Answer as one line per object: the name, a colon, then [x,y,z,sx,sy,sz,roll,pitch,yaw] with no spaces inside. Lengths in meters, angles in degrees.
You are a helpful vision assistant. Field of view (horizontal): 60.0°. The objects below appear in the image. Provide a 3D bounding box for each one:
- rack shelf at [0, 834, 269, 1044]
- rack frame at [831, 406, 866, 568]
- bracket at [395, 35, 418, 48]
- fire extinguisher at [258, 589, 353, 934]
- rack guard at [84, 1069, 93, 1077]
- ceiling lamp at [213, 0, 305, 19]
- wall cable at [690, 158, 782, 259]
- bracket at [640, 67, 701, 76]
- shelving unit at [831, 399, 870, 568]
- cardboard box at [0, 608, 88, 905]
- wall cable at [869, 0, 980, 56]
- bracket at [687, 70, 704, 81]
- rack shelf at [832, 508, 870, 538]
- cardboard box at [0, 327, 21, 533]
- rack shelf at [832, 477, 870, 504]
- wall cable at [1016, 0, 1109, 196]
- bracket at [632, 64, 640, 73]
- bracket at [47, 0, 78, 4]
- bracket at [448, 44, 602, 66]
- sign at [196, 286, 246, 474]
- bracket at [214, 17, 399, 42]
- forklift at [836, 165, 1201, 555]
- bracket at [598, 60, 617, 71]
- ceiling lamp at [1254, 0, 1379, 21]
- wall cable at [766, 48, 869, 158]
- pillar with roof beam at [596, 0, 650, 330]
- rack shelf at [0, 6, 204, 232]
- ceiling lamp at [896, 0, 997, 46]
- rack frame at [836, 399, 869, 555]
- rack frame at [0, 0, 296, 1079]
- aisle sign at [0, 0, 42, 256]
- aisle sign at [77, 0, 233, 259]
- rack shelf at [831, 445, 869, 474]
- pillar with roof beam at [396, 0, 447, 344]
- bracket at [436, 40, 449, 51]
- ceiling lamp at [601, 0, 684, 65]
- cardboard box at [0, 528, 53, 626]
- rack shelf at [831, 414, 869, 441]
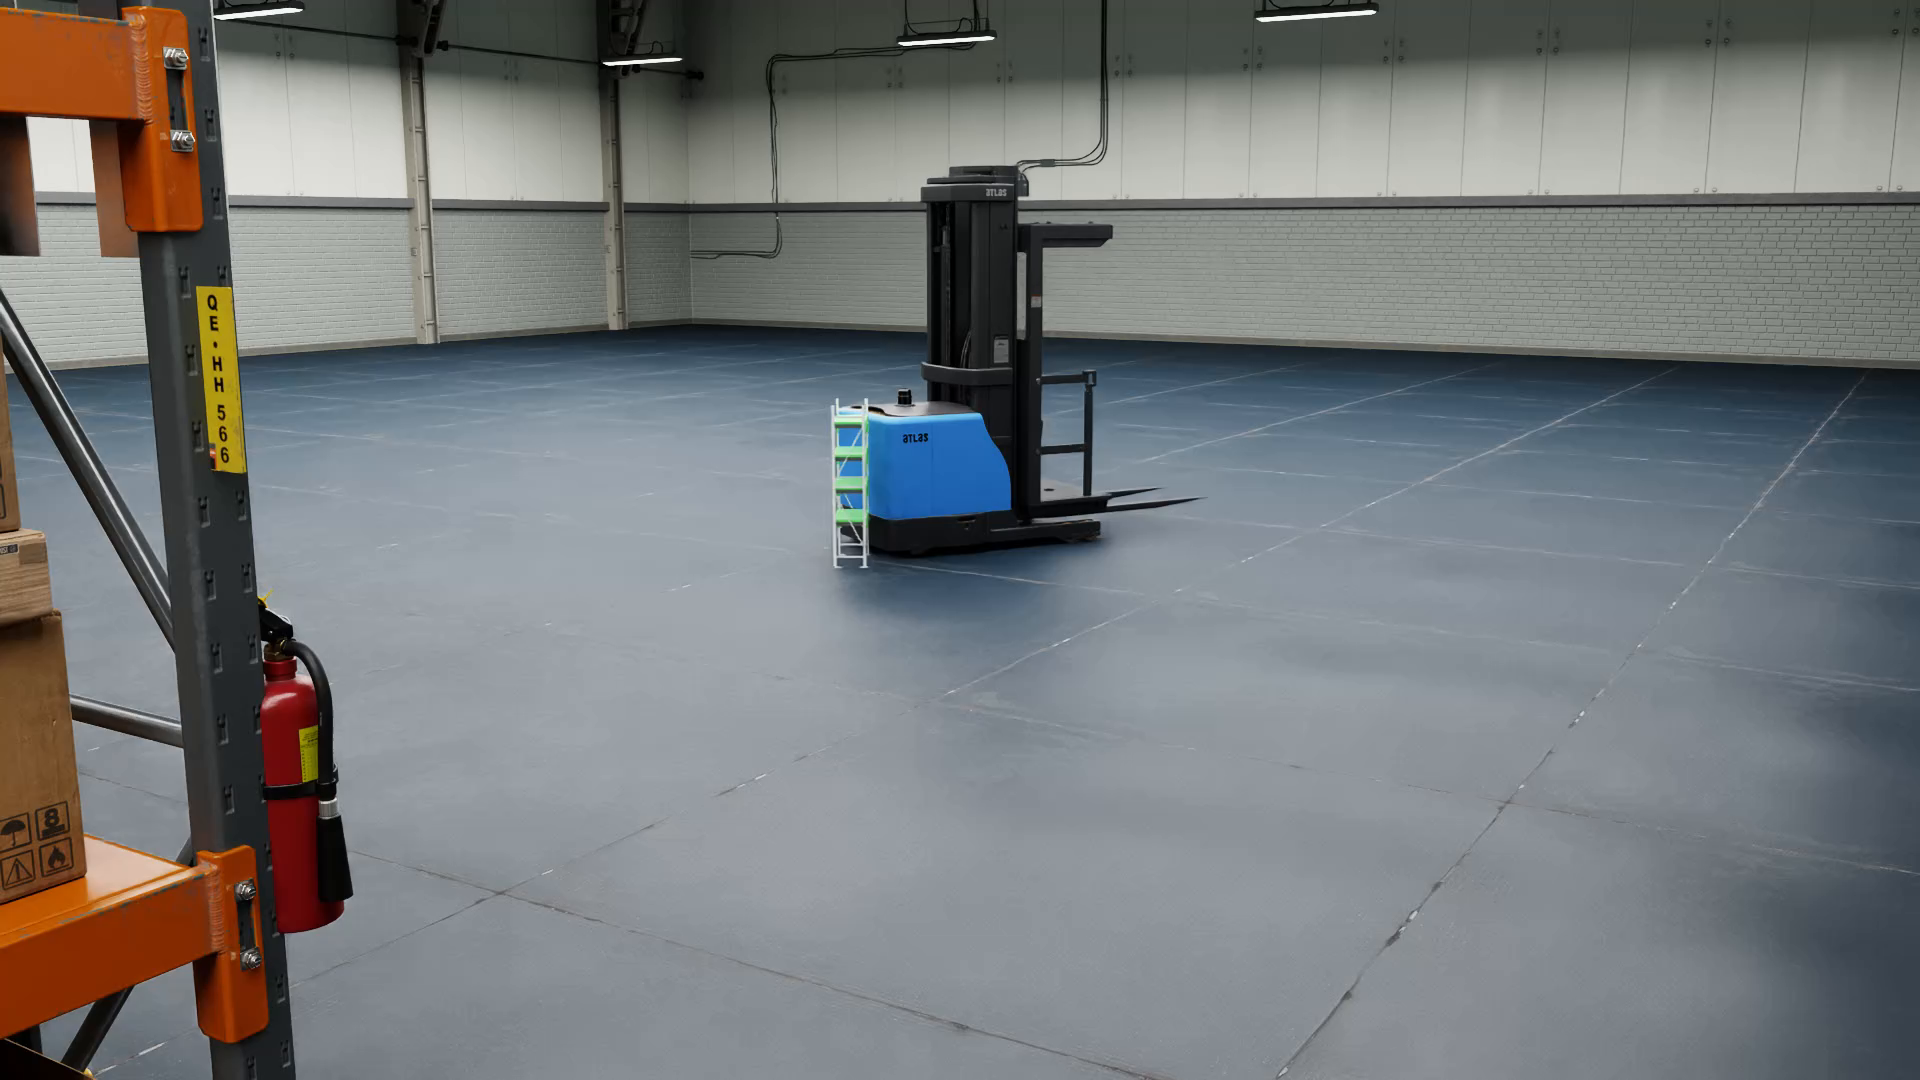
rack shelf: [-2.800,1.018,1.736,1.077,0.370,4.000,6,12,31]
rack frame: [-0.811,-0.383,12.155,0.240,1.200,0.015,0,11,-1]
bracket: [-11.524,-10.388,34.619,0.235,0.232,0.430,6,12,31]
fire extinguisher: [-1.303,0.413,3.219,0.296,0.674,0.183,6,12,31]
rack guard: [-1.749,1.575,3.600,1.175,0.500,0.348,6,12,31]
ceiling lamp: [-11.173,-10.036,26.660,2.000,3.185,0.800,6,12,31]
wall cable: [-5.837,-8.472,42.606,3.097,2.526,0.112,6,12,31]
bracket: [-7.054,-11.742,41.851,0.076,0.066,3.189,6,12,31]
shelving unit: [-0.813,-0.428,12.395,0.258,1.200,0.503,0,11,-1]
cardboard box: [-2.015,0.373,2.955,0.700,0.500,0.500,6,12,31]
wall cable: [-0.880,-12.636,38.763,3.097,2.526,0.112,6,12,31]
bracket: [-6.747,-11.835,42.347,0.235,0.232,0.430,6,12,31]
rack shelf: [-0.813,-0.129,12.451,0.258,0.148,0.480,0,11,-1]
cardboard box: [-2.042,-0.257,2.791,0.700,0.500,0.500,6,12,31]
rack shelf: [-0.813,-0.365,12.407,0.258,0.148,0.480,0,11,-1]
wall cable: [2.268,-10.760,37.149,2.305,6.003,0.169,6,12,31]
bracket: [-7.978,-11.462,40.356,0.235,0.232,0.430,6,12,31]
bracket: [-15.977,-9.039,27.414,0.076,0.066,4.783,6,12,31]
bracket: [-9.746,-10.926,37.495,0.076,0.066,4.783,6,12,31]
sign: [-1.305,-0.282,2.933,0.100,0.325,0.005,6,12,31]
bracket: [-12.861,-9.983,32.454,0.076,0.066,4.783,6,12,31]
forklift: [0.549,-1.496,13.395,3.031,2.935,1.130,-6,12,-28]
bracket: [-8.409,-11.331,39.659,0.235,0.232,0.430,6,12,31]
ceiling lamp: [5.906,-10.088,26.939,2.000,3.185,0.800,6,12,31]
wall cable: [-3.525,-10.696,40.761,3.097,2.526,0.112,6,12,31]
pillar with roof beam: [-4.817,-9.250,38.323,9.100,9.000,0.548,6,12,31]
rack shelf: [-2.800,-0.457,1.460,1.077,0.370,4.000,6,12,31]
ceiling lamp: [-0.128,-10.763,30.542,2.000,3.185,0.800,6,12,31]
rack frame: [-0.816,-0.473,12.635,0.240,1.200,0.015,0,11,-1]
rack frame: [-1.759,0.350,3.348,0.949,2.616,0.053,6,12,31]
aisle sign: [-1.989,-0.968,3.322,0.394,0.787,0.004,6,12,31]
aisle sign: [-1.476,-0.910,3.016,0.394,0.787,0.004,6,12,31]
rack shelf: [-0.813,-0.601,12.363,0.258,0.148,0.480,0,11,-1]
pillar with roof beam: [-7.932,-8.306,33.283,9.100,9.000,0.548,6,12,31]
bracket: [-11.093,-10.518,35.316,0.235,0.232,0.430,6,12,31]
ceiling lamp: [-6.444,-11.469,34.313,2.000,3.185,0.800,6,12,31]
cardboard box: [-1.797,0.060,2.862,0.380,0.149,0.250,6,12,30]
rack shelf: [-0.813,-0.837,12.319,0.258,0.148,0.480,0,11,-1]
